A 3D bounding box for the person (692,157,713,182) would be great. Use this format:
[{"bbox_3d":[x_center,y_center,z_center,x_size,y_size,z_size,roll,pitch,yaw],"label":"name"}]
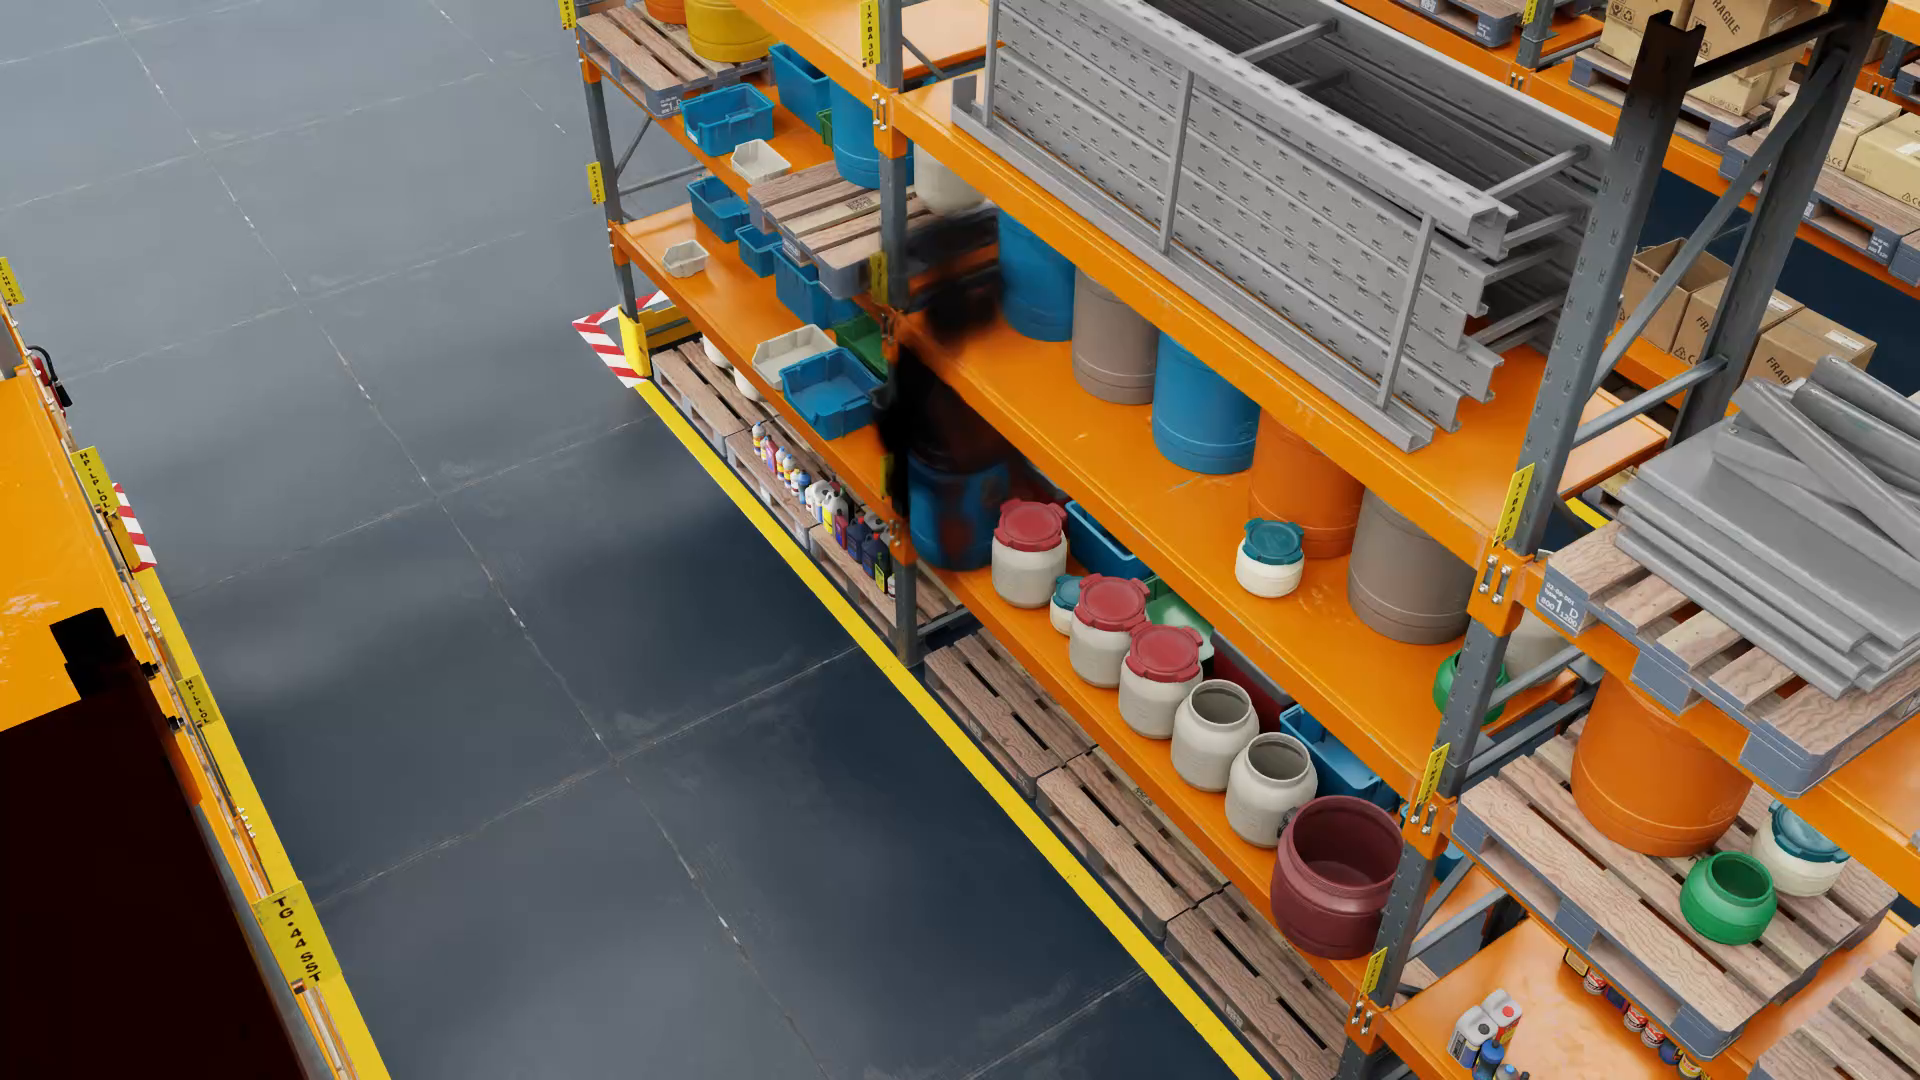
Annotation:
[{"bbox_3d":[-1.992,-2.981,13.813,0.534,1.616,0.529,7,43,7],"label":"person"}]
